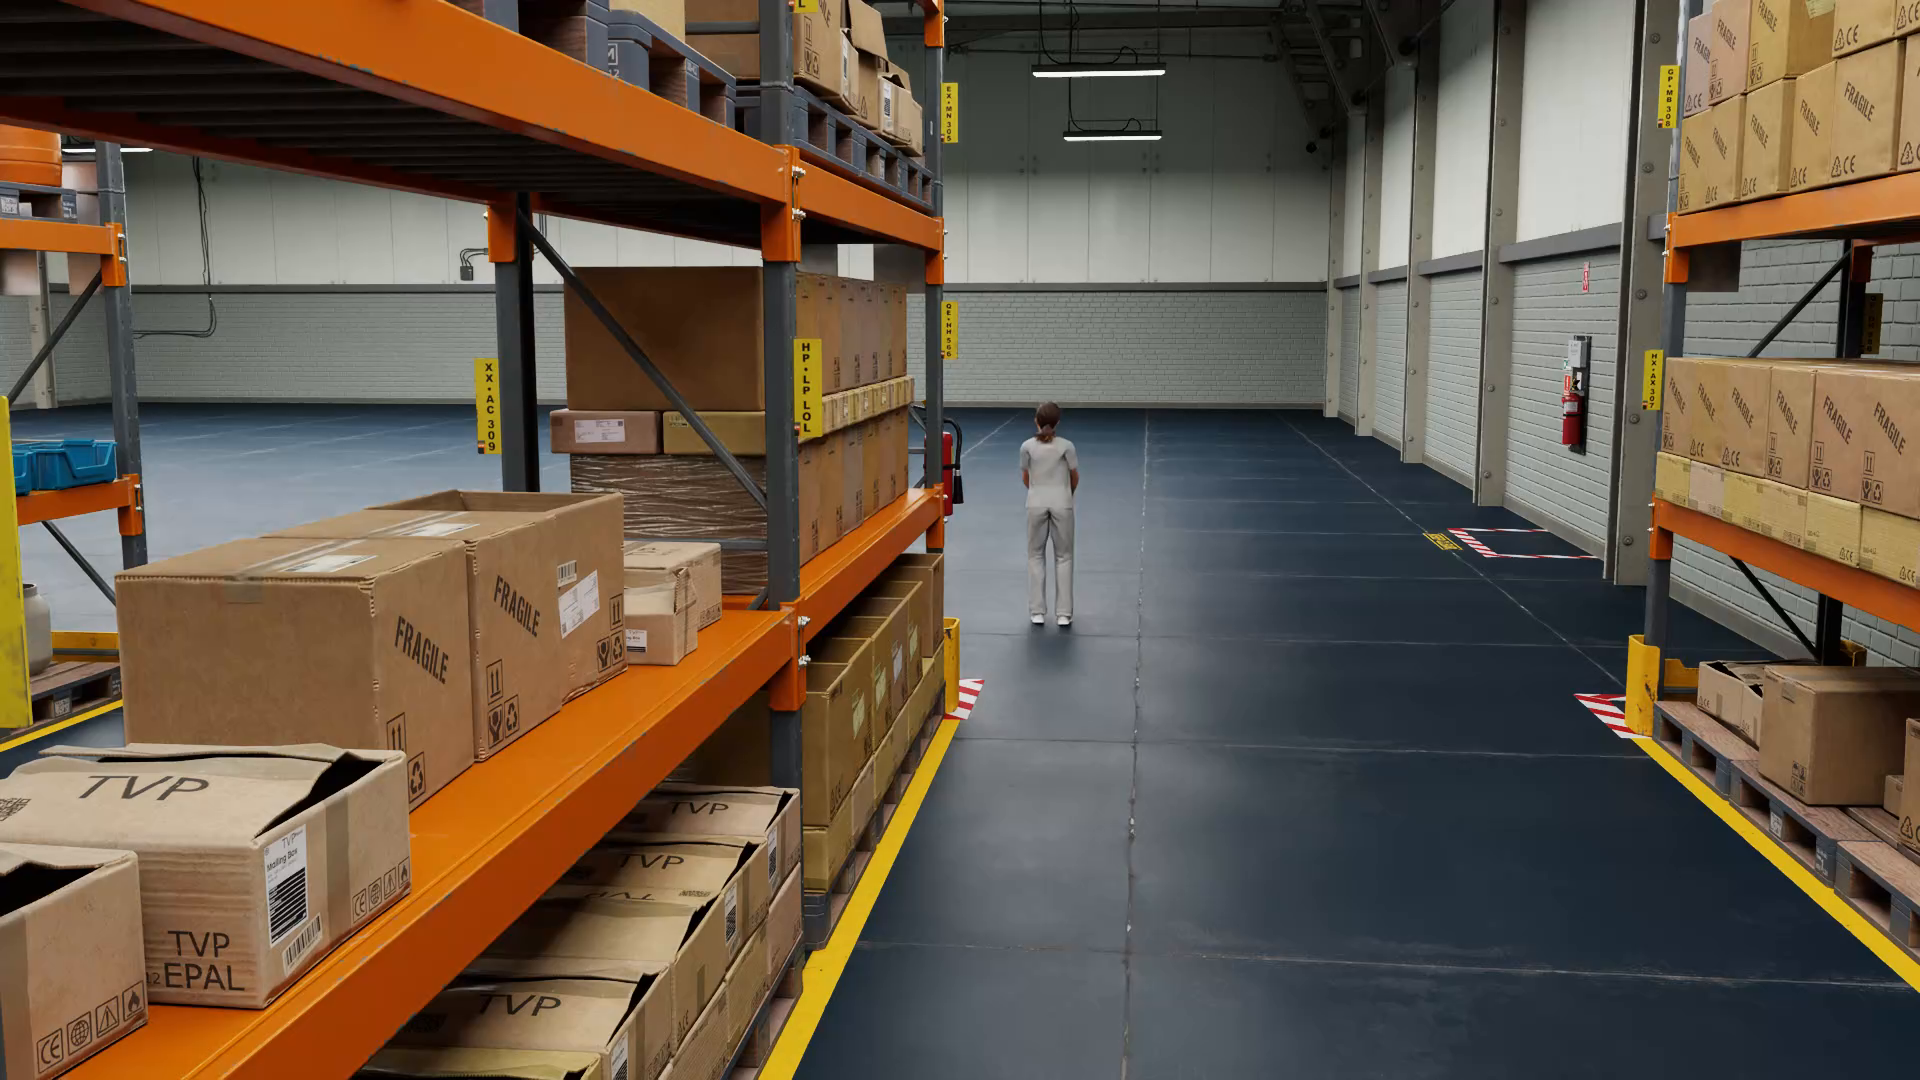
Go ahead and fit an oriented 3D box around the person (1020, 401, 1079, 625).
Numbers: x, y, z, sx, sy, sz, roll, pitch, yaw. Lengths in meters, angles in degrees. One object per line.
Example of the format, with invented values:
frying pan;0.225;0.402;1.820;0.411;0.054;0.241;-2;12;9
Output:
person;0.669;-0.208;12.397;0.436;1.662;0.554;1;8;7
